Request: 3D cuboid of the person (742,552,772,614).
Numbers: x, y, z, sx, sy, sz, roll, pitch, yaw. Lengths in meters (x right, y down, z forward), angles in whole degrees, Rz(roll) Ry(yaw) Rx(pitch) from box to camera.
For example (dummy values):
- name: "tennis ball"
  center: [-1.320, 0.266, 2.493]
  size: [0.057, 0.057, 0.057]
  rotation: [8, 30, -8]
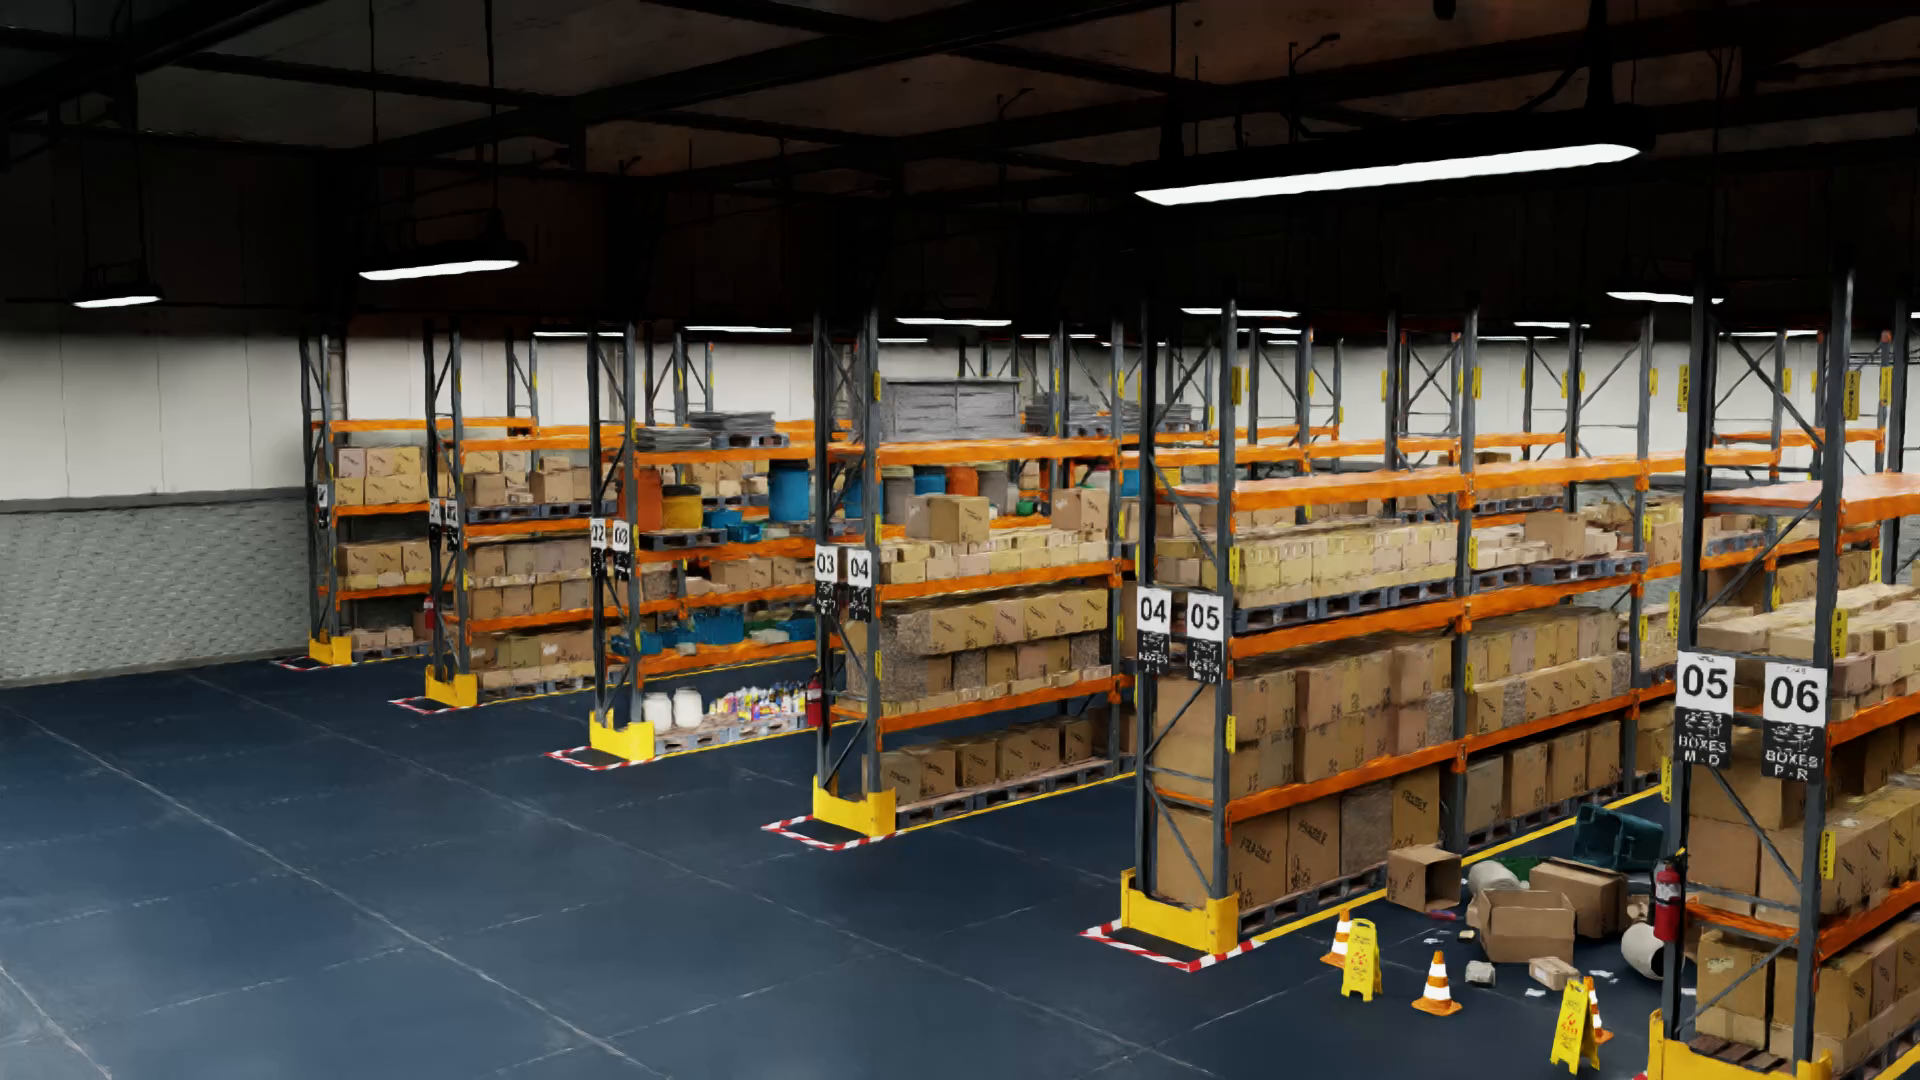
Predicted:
- name: "person"
  center: [-4.007, 1.042, 32.508]
  size: [1.021, 1.658, 0.533]
  rotation: [-4, 7, -34]

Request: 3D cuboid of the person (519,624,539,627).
- name: "person"
  center: [-7.443, 1.373, 29.016]
  size: [1.016, 1.732, 0.616]
  rotation: [-3, 6, -26]
